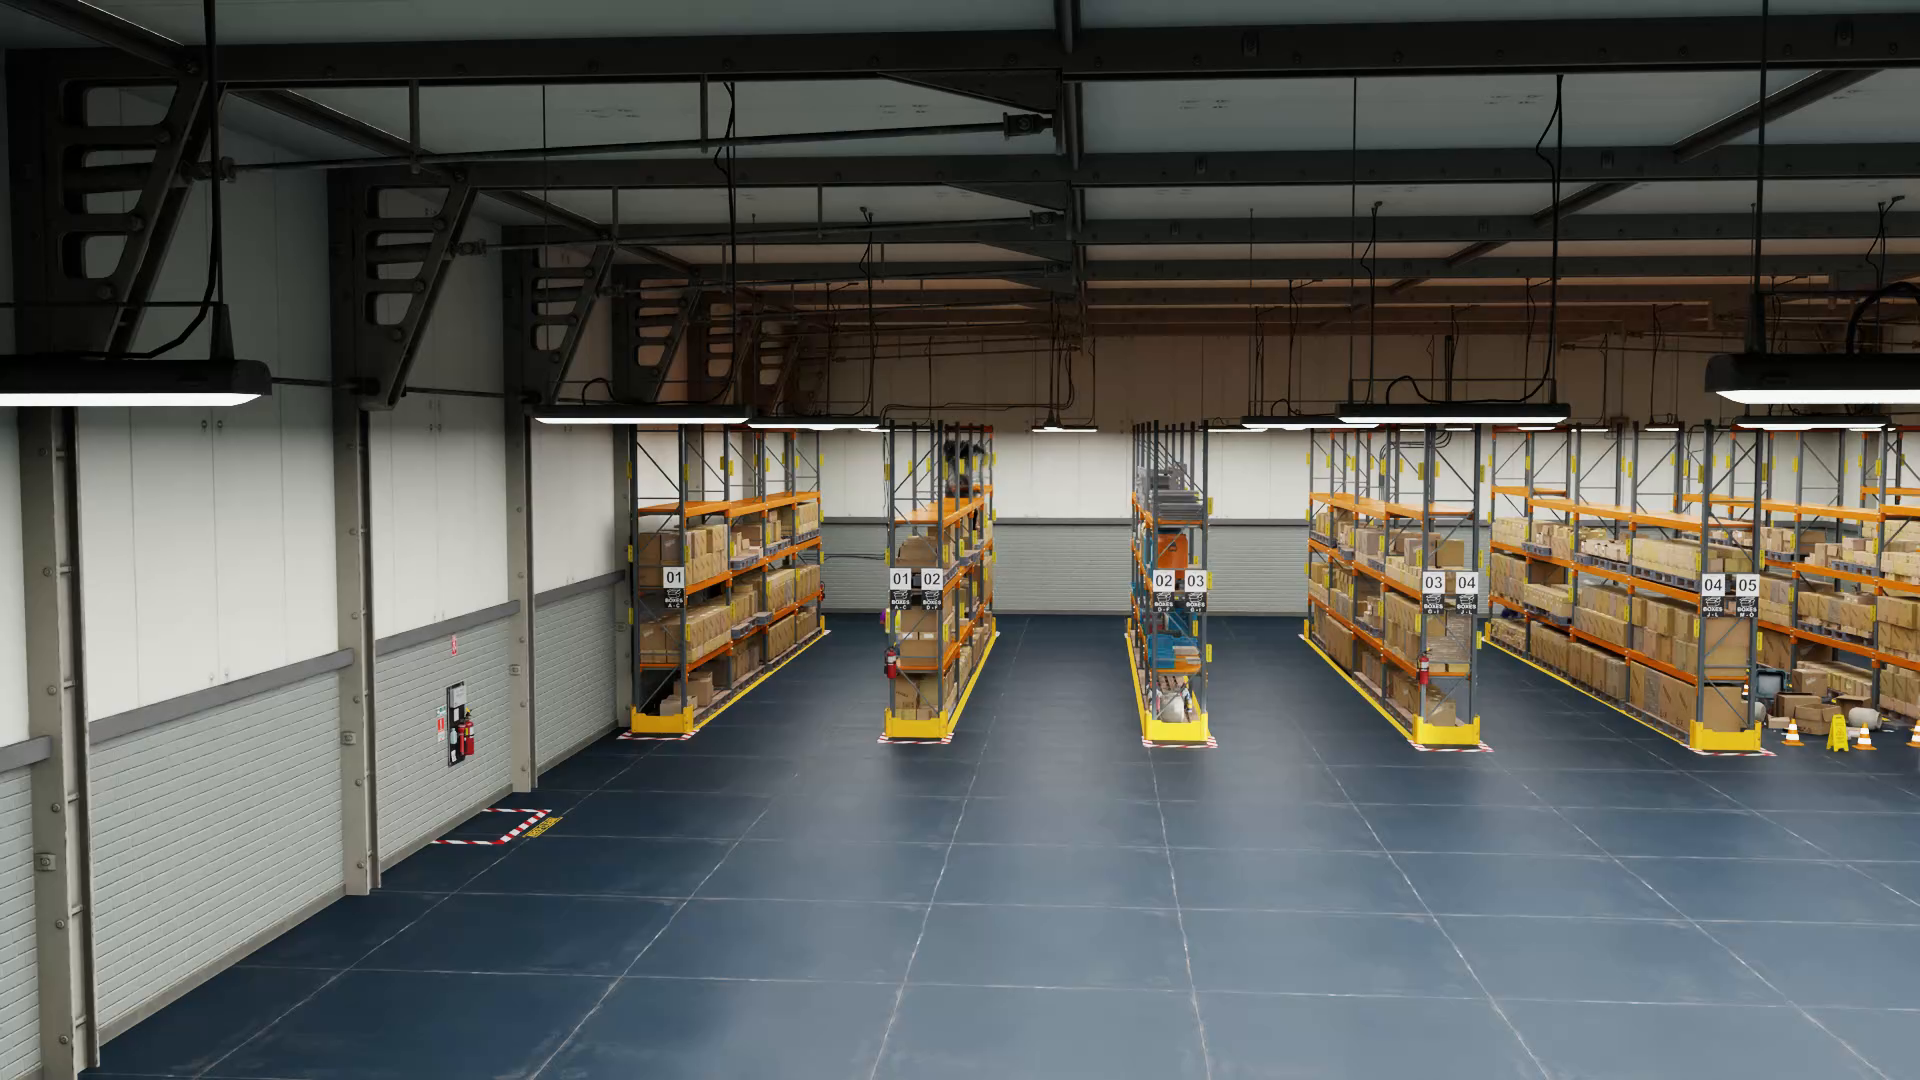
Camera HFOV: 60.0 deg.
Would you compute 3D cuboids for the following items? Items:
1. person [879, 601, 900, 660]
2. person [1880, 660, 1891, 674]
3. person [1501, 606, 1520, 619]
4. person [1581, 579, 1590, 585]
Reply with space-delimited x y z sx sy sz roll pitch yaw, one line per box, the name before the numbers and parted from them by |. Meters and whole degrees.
person | -1.608 2.283 40.305 0.683 1.819 0.775 0 4 -1
person | 21.199 2.504 37.894 0.579 1.666 0.910 0 4 0
person | 15.730 1.914 47.530 0.807 1.664 0.637 3 5 42
person | 17.149 1.957 45.359 0.667 1.760 1.133 -1 4 -21
